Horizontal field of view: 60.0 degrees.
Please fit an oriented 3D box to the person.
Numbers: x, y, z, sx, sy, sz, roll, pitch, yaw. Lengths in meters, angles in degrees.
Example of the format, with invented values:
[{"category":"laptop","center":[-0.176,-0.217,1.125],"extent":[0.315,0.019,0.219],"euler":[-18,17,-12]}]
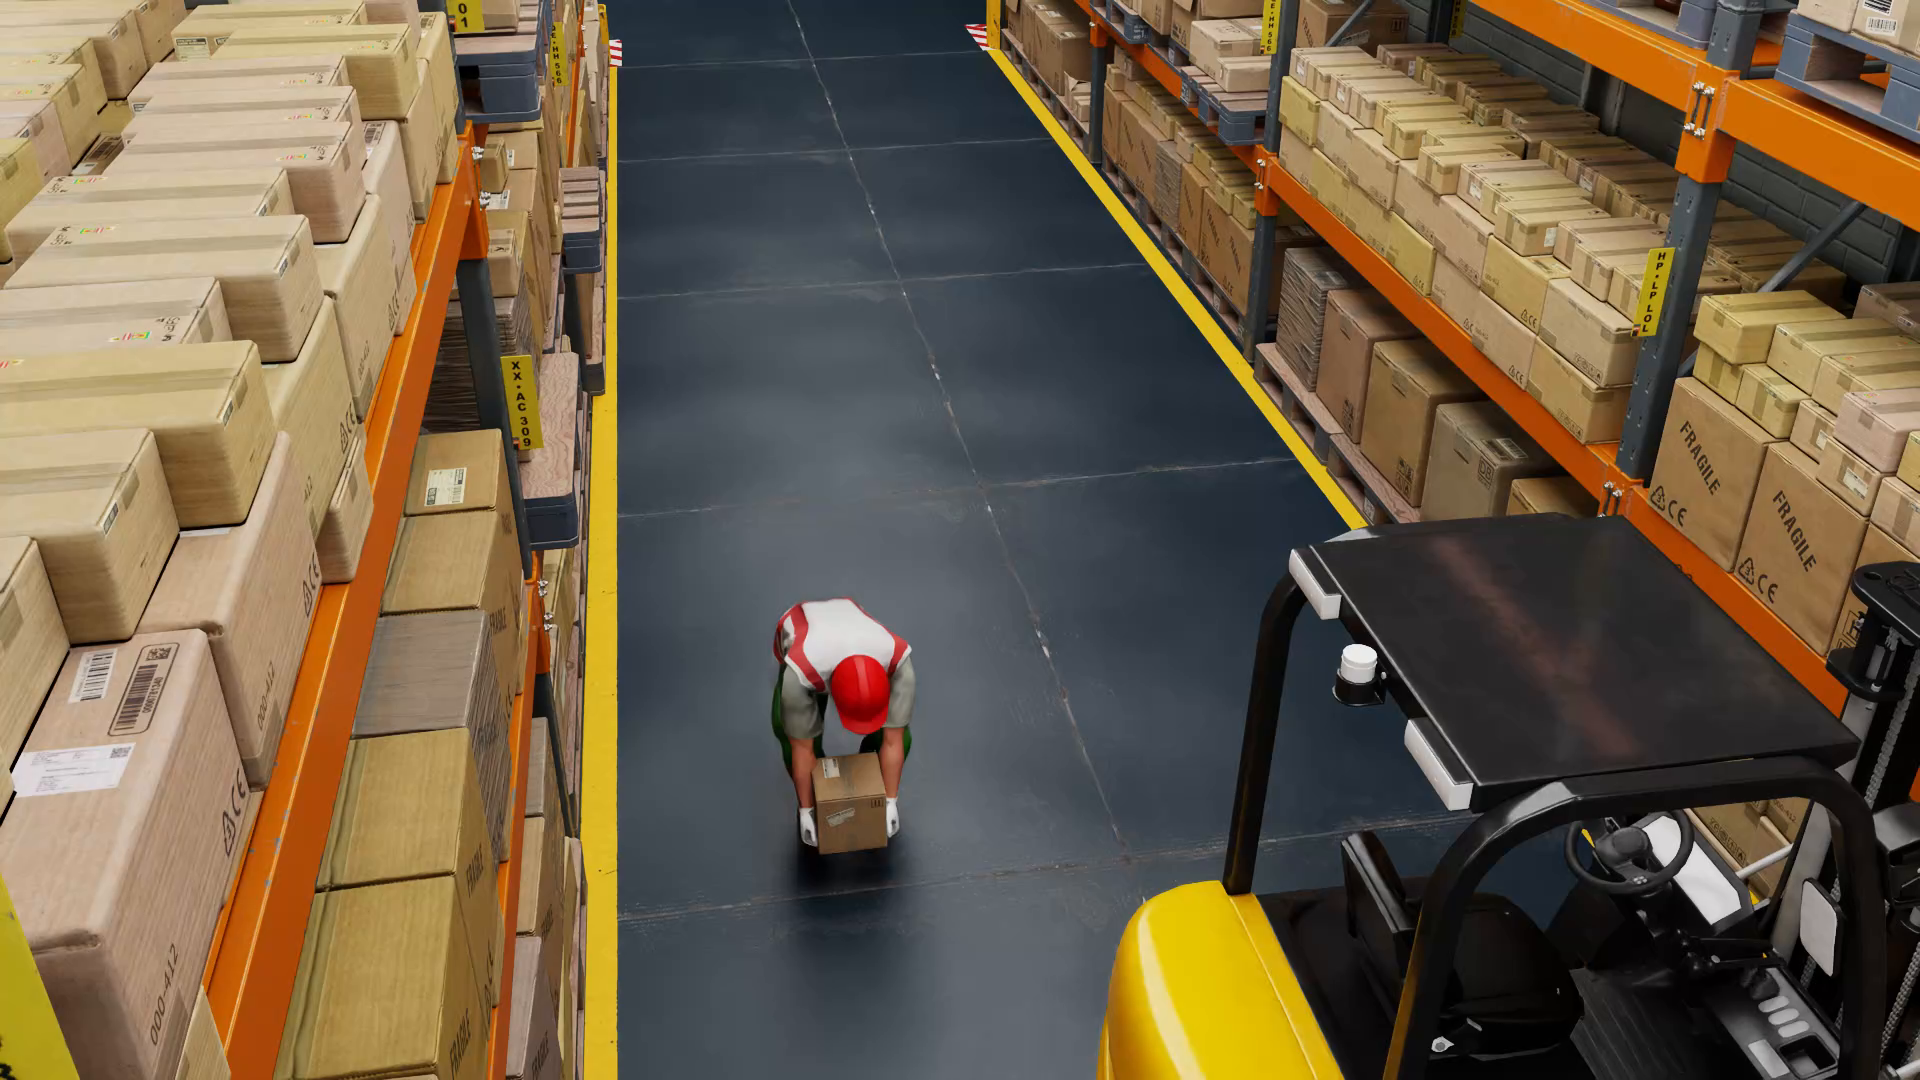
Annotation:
[{"category":"person","center":[-0.441,0.667,6.261],"extent":[0.526,0.993,0.926],"euler":[-6,31,-10]}]
